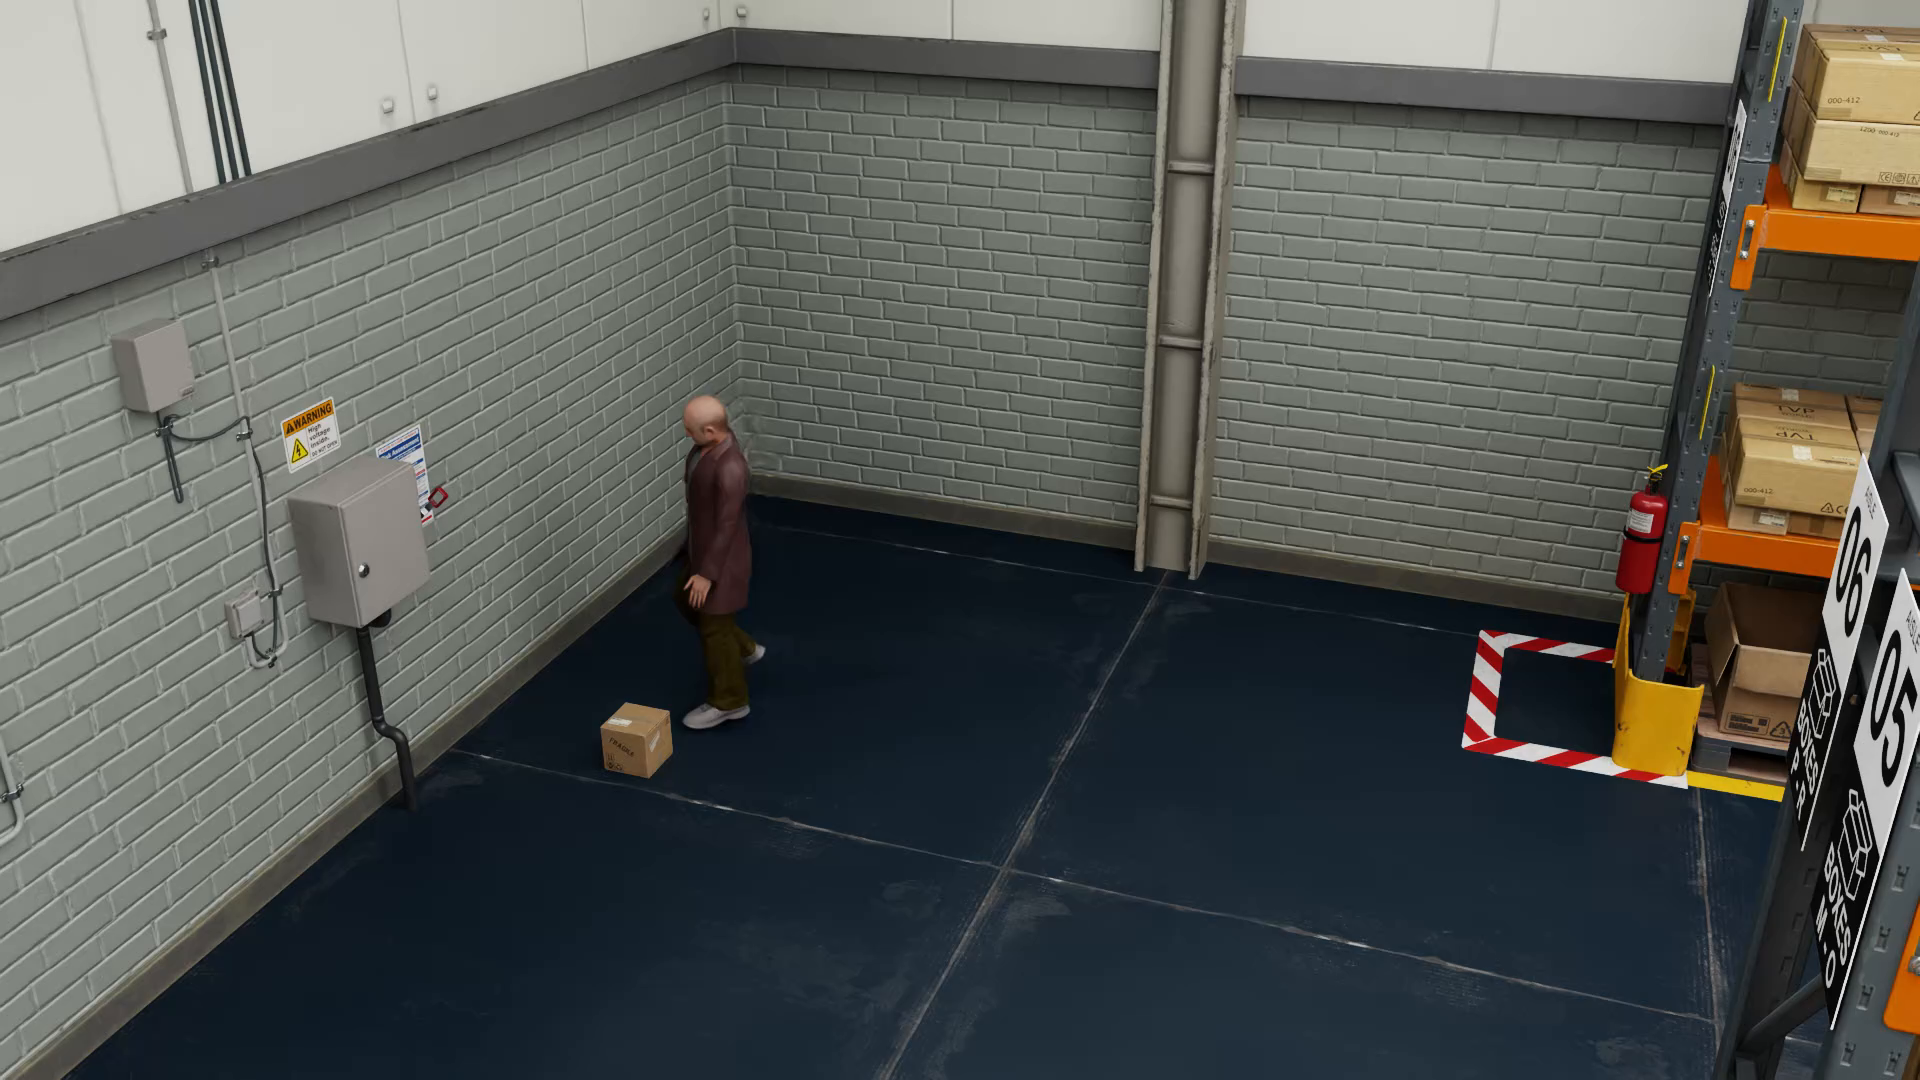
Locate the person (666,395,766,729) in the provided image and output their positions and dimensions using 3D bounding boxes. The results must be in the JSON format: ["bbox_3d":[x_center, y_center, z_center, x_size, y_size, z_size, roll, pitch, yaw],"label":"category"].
[{"bbox_3d":[-1.234,0.094,8.411,0.515,1.792,0.620,-8,27,-17],"label":"person"}]
